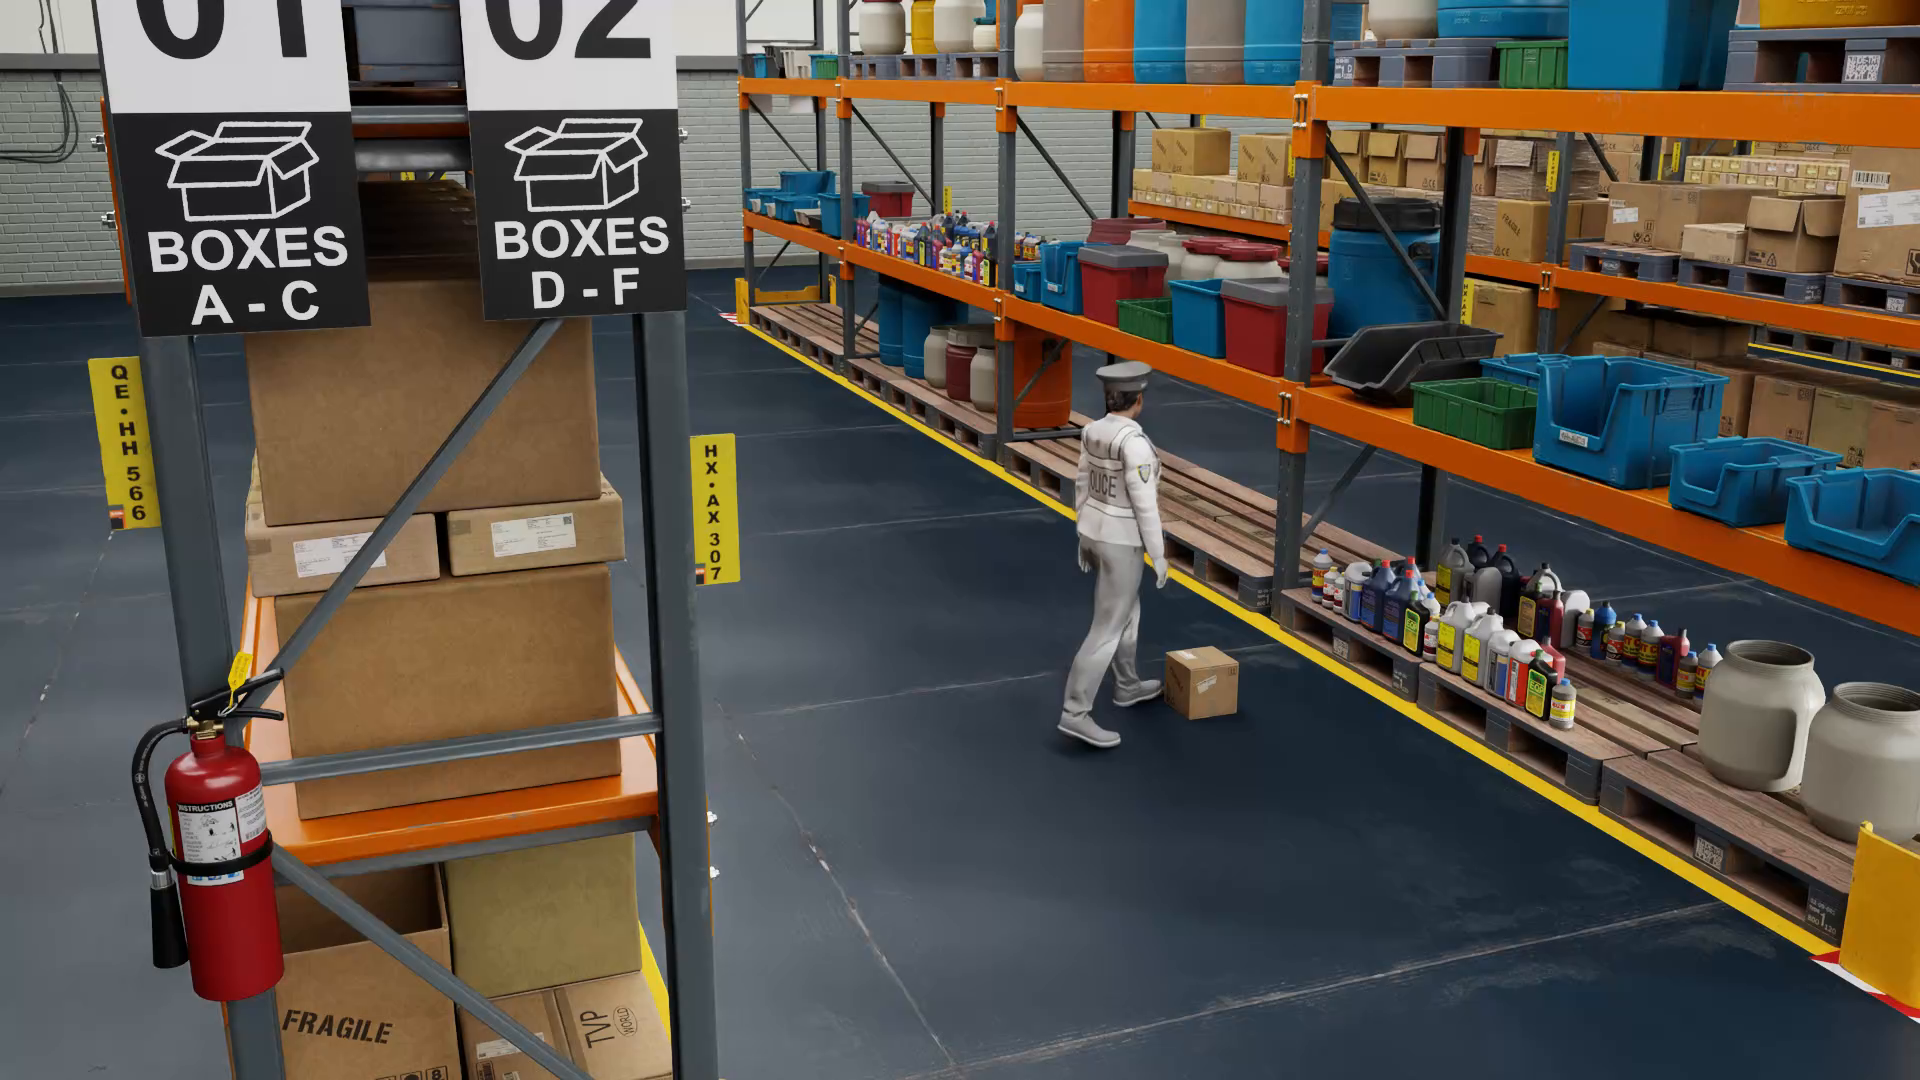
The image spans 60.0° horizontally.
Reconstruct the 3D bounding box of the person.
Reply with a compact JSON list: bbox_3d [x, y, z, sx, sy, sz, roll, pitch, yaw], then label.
[{"bbox_3d":[0.714,0.039,7.403,0.718,1.644,0.580,-6,17,-21],"label":"person"}]
